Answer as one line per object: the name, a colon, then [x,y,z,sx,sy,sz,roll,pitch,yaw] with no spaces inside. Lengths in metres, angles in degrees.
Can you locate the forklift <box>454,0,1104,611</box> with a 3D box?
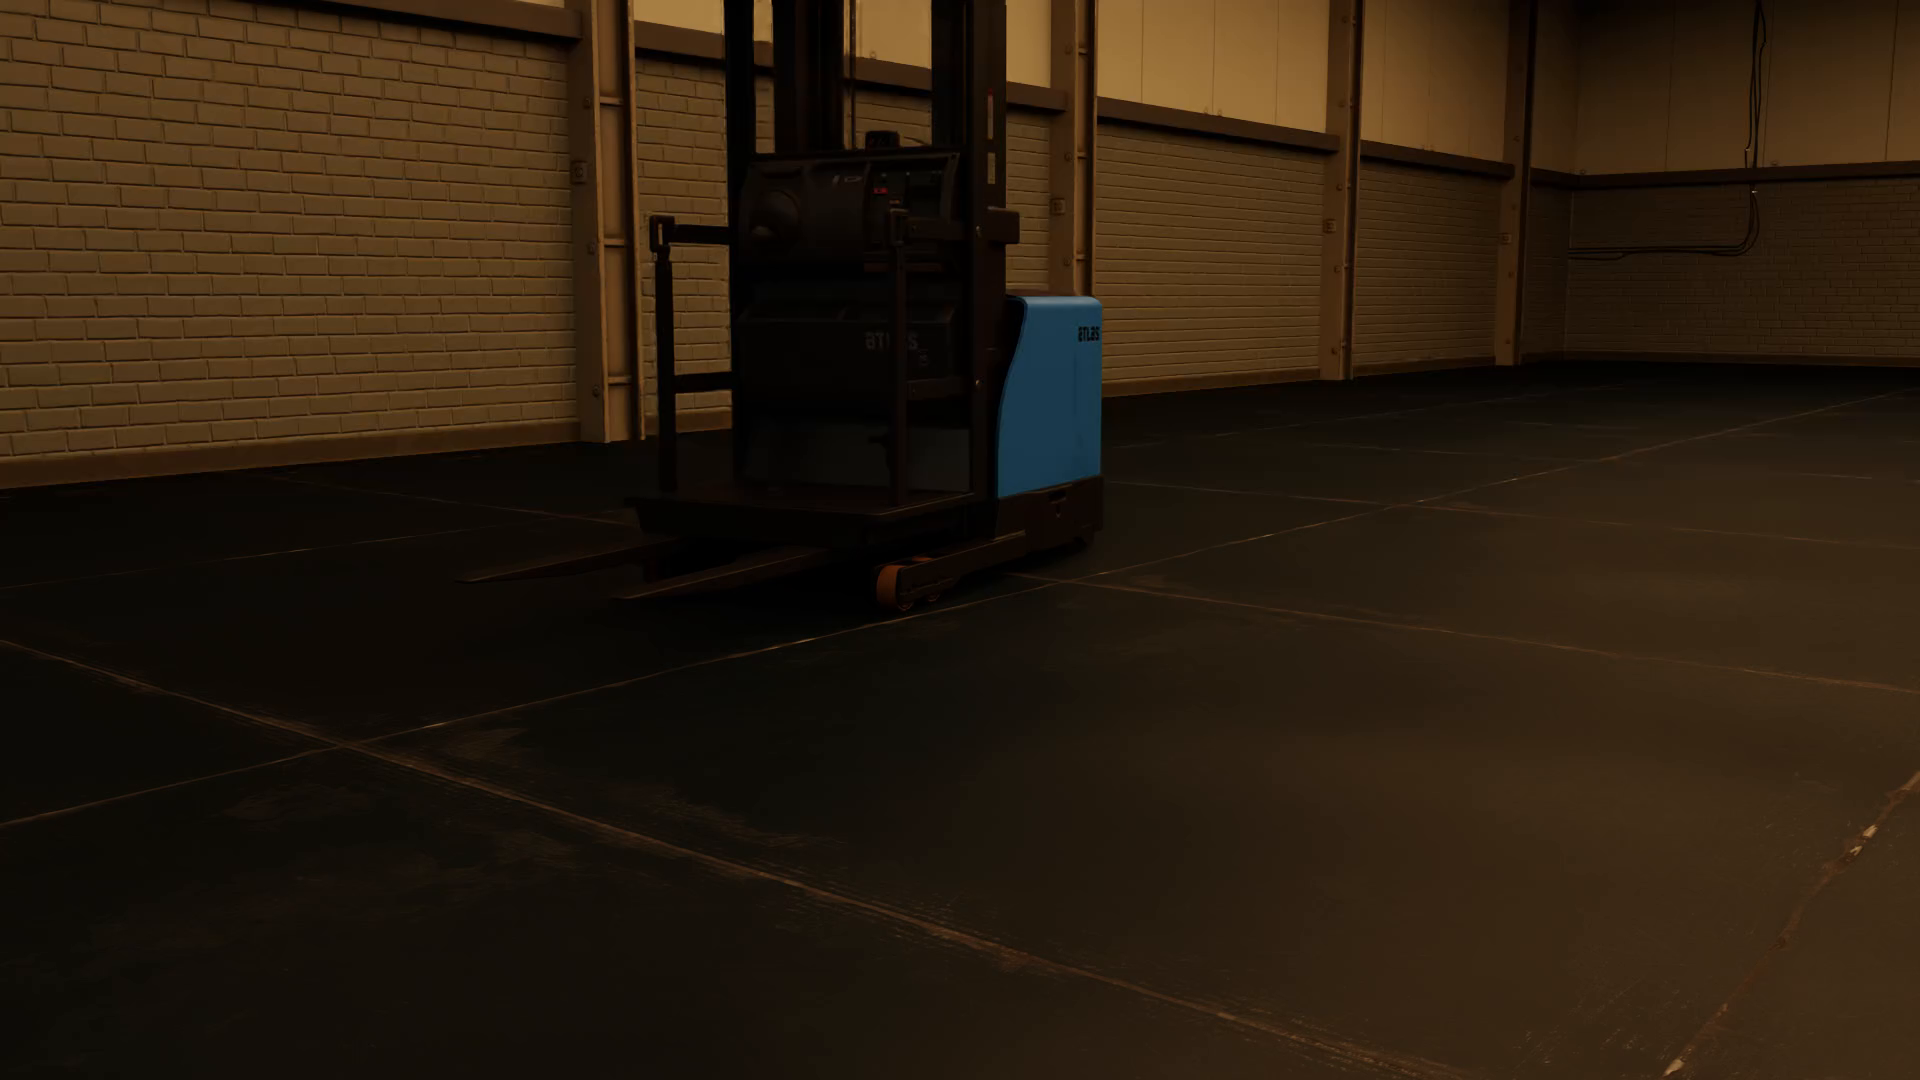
forklift: [-0.521,-1.278,6.015,1.130,2.935,3.031,4,9,28]
